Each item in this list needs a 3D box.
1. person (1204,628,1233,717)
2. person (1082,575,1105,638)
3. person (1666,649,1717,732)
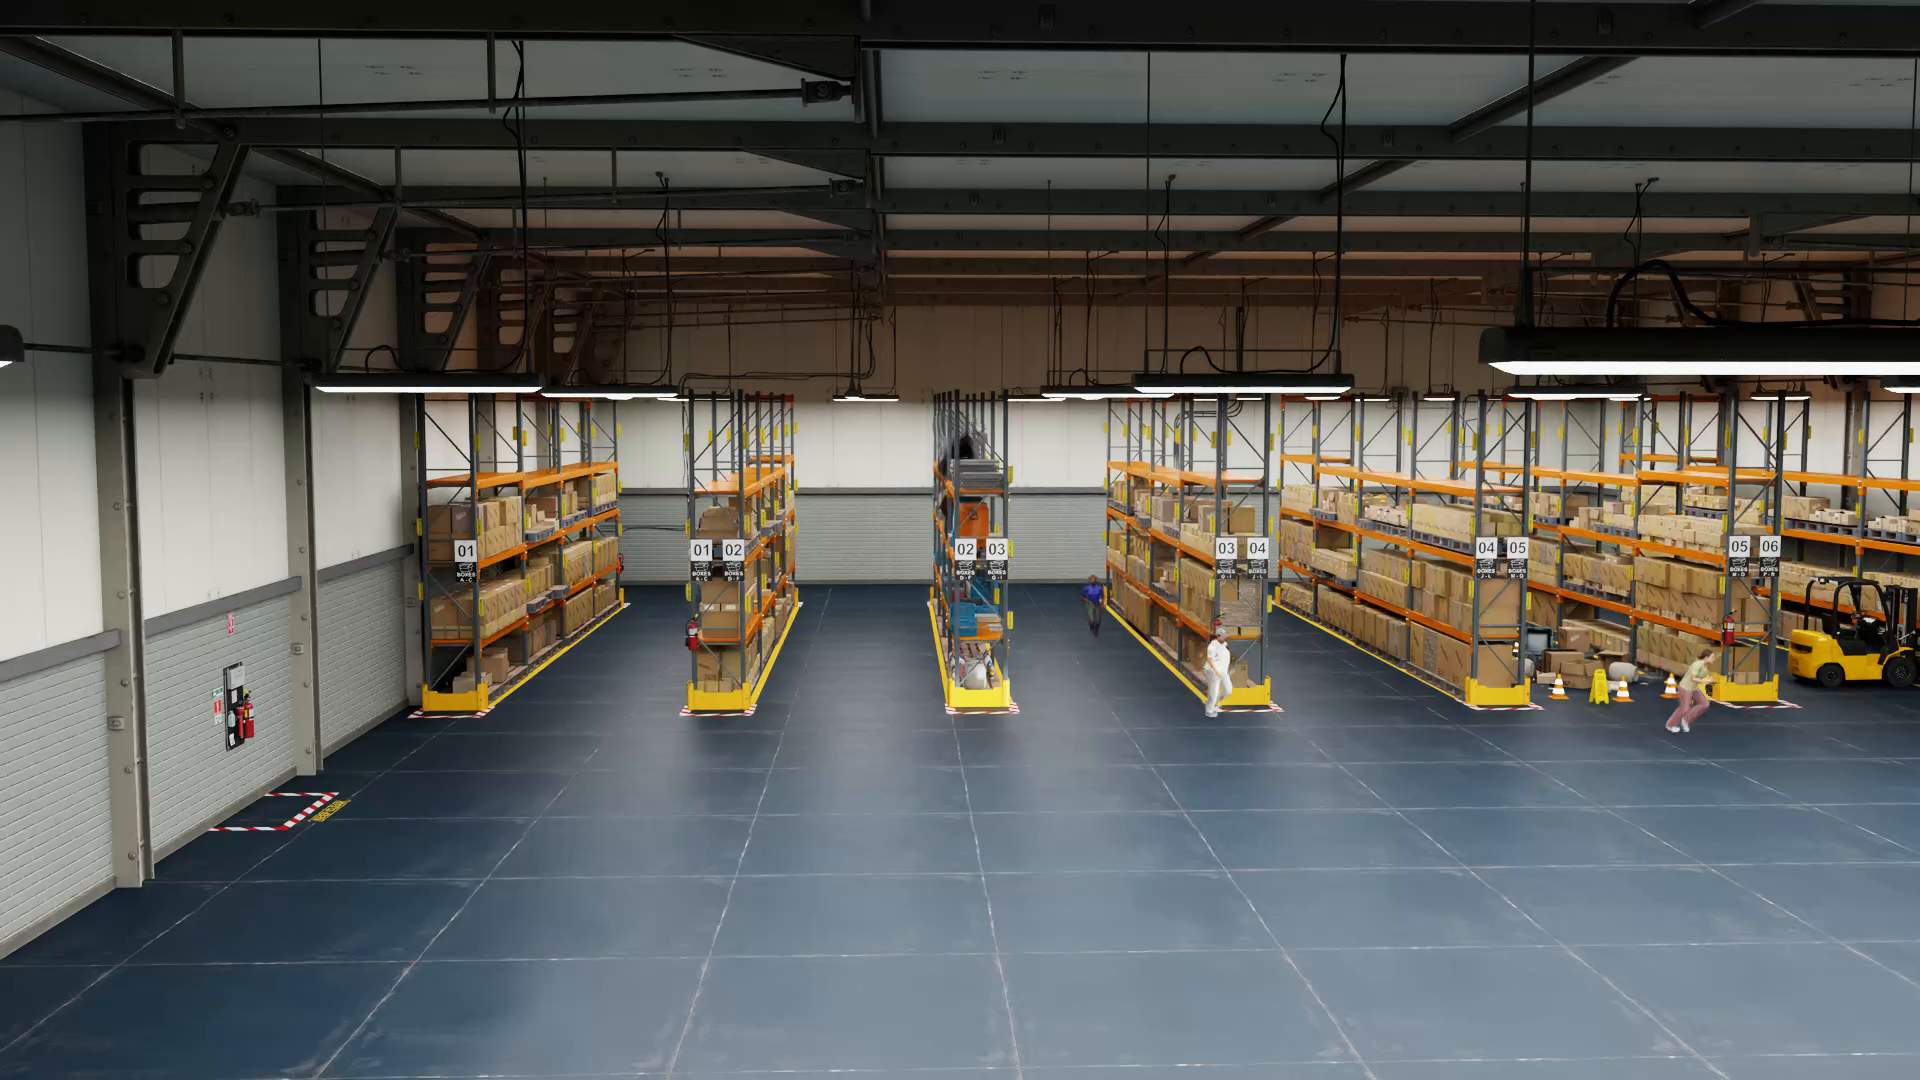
[{"bbox_3d":[4.737,2.427,30.493,0.604,1.635,0.582,-4,6,-40],"label":"person"},{"bbox_3d":[3.199,1.599,39.707,0.570,1.528,0.550,0,5,-3],"label":"person"},{"bbox_3d":[12.715,2.604,28.843,0.609,1.510,0.880,-4,6,-43],"label":"person"}]
